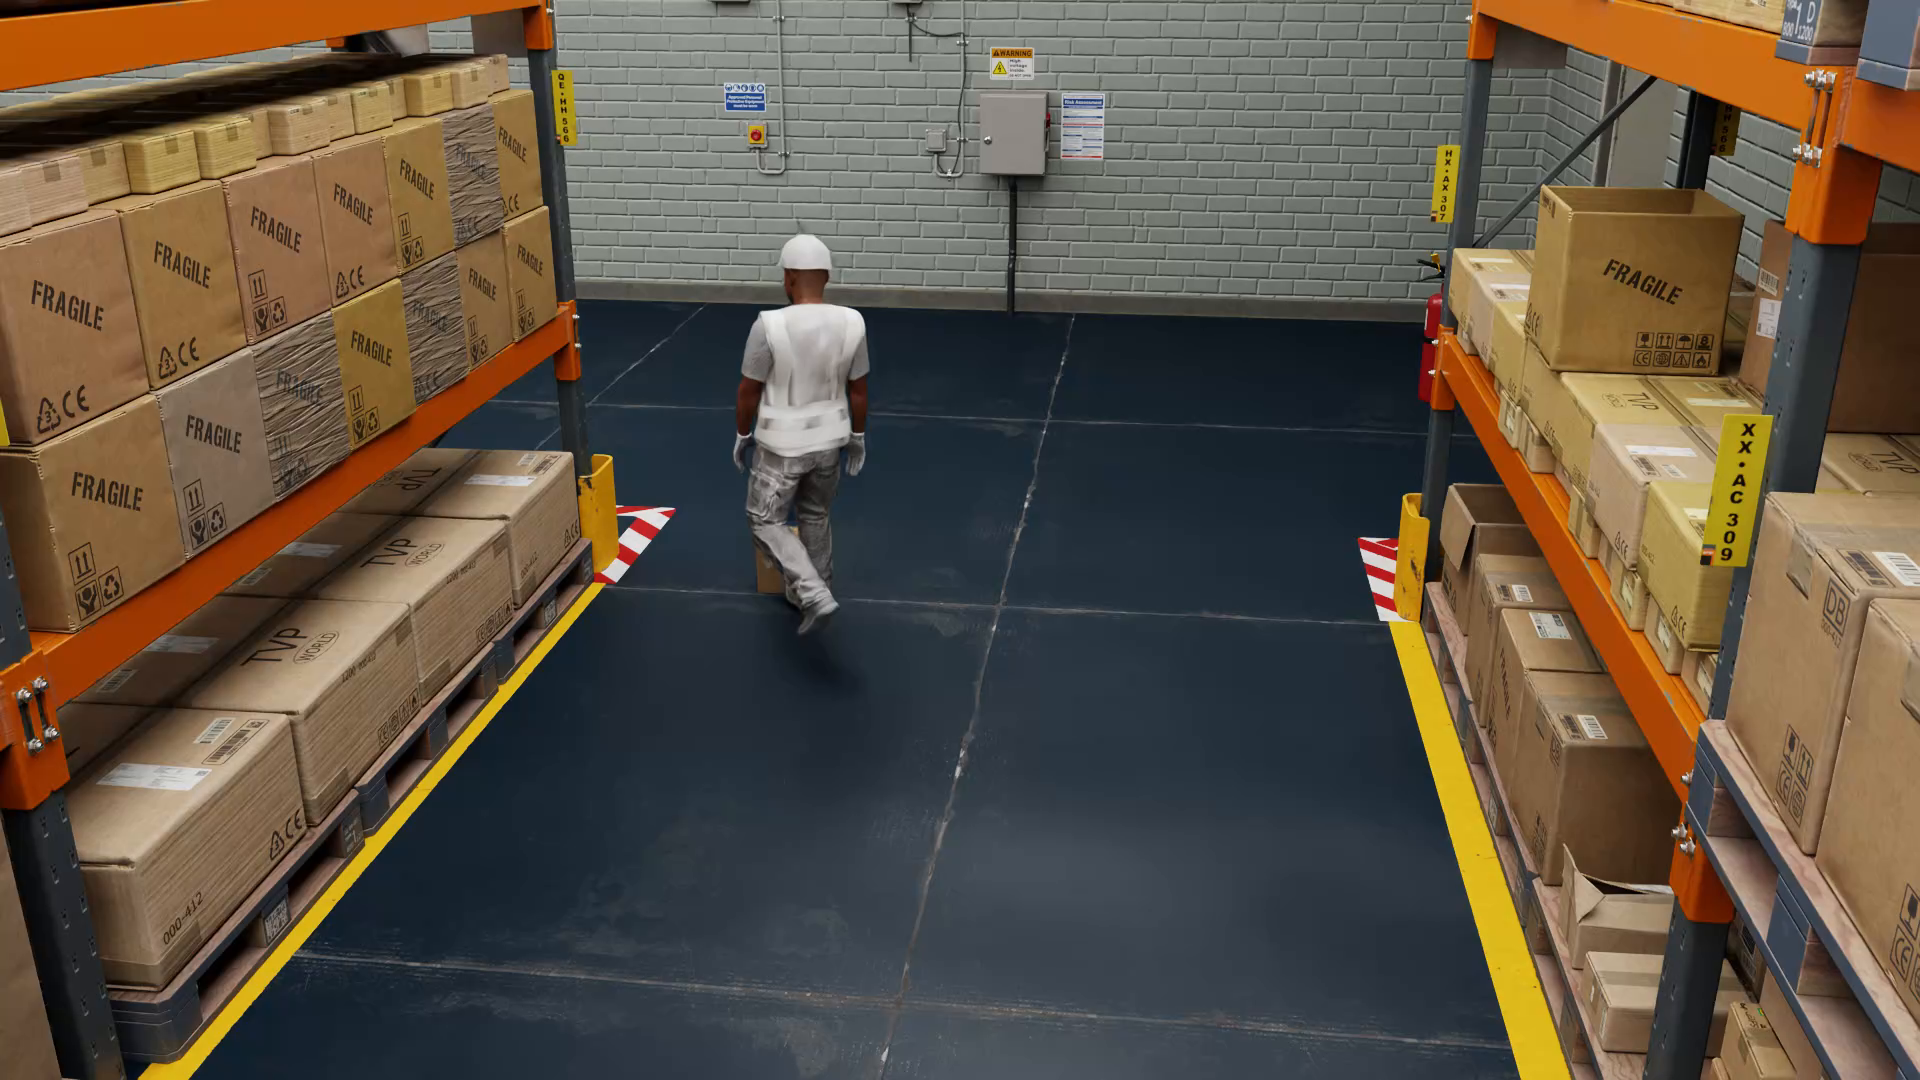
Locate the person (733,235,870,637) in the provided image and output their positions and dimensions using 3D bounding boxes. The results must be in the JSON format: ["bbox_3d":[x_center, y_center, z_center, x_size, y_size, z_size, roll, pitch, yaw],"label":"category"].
[{"bbox_3d":[-0.671,-0.418,7.145,0.575,1.770,0.807,-13,25,-30],"label":"person"}]
